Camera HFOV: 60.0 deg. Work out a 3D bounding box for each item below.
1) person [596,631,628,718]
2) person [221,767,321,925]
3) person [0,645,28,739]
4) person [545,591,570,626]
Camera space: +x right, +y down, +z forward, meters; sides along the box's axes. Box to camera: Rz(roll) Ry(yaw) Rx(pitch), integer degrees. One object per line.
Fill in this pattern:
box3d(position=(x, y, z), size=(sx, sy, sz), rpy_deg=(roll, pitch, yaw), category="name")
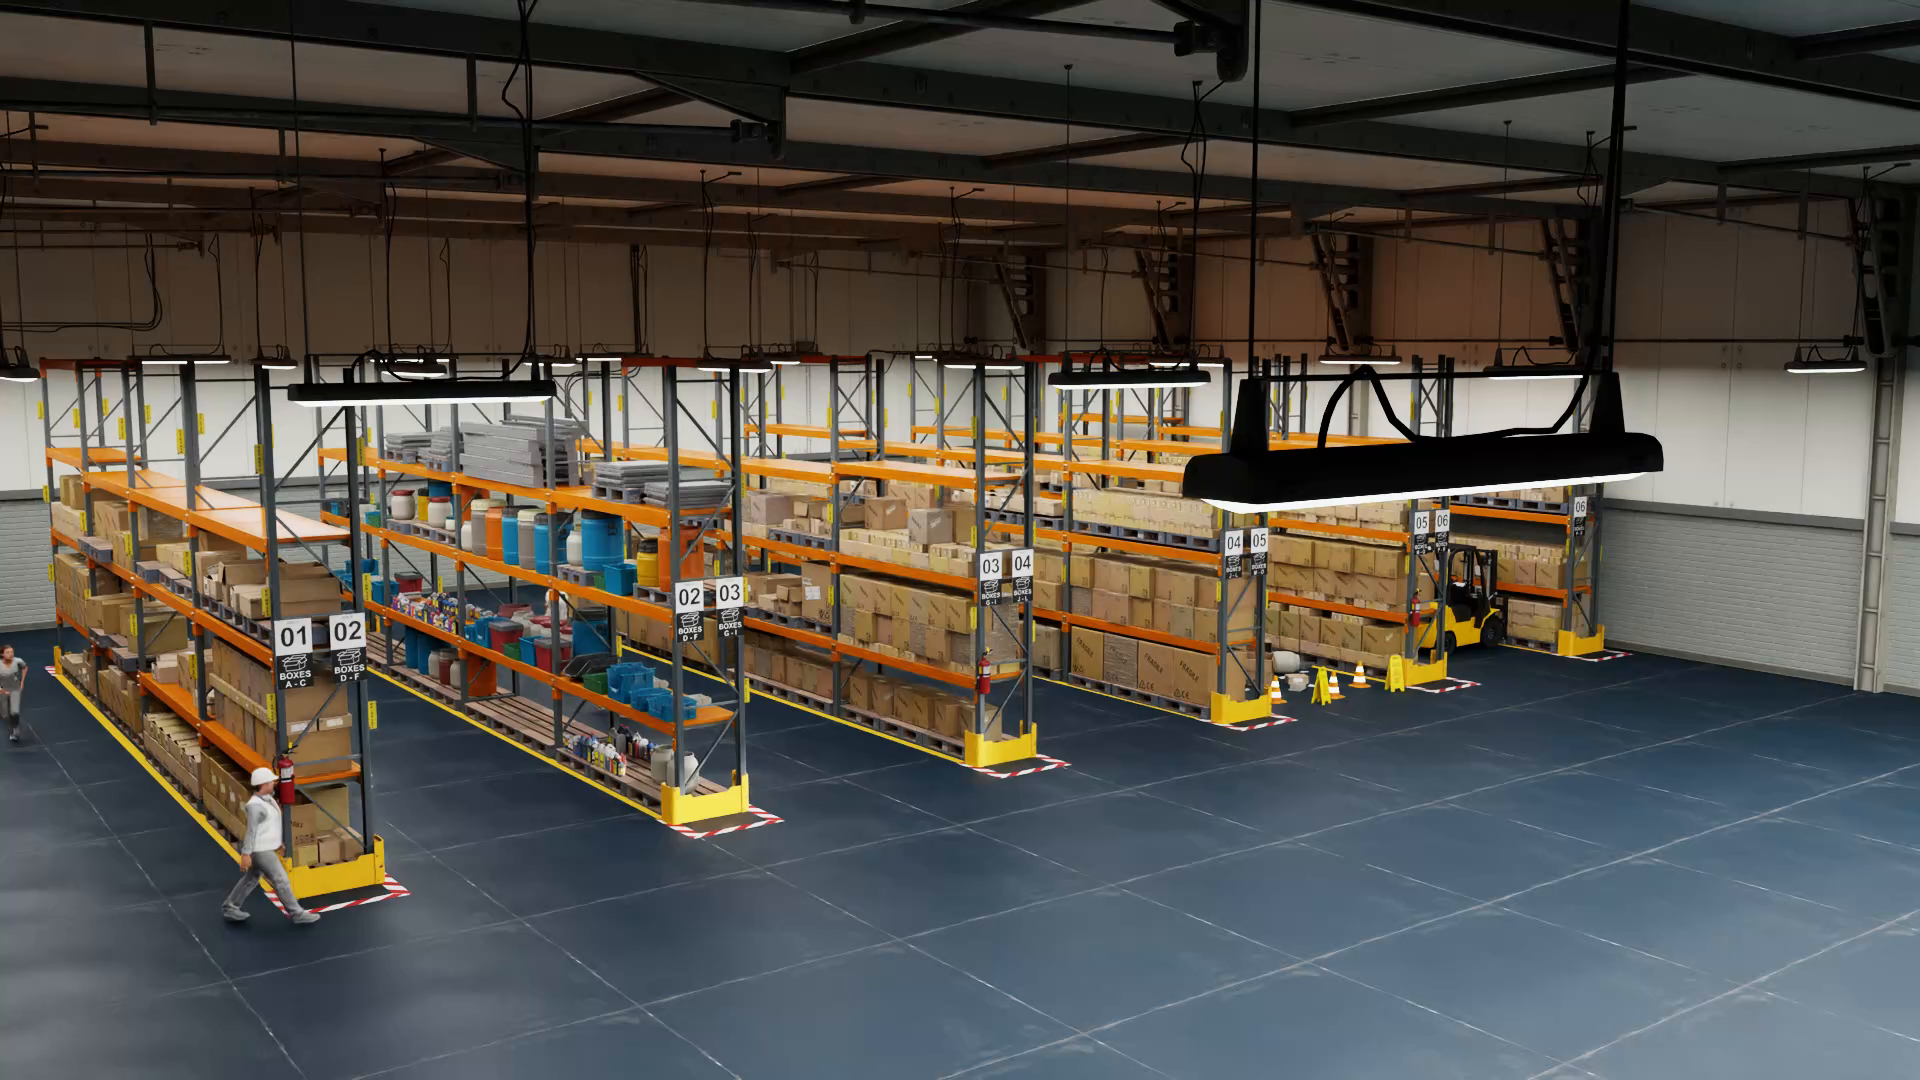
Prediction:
box3d(position=(-5.881, 2.197, 28.011), size=(0.428, 1.535, 0.994), rpy_deg=(-5, 9, -38), category="person")
box3d(position=(-7.513, 3.312, 18.047), size=(1.094, 1.710, 0.616), rpy_deg=(-1, 7, -9), category="person")
box3d(position=(-15.019, 2.405, 26.269), size=(0.528, 1.576, 0.700), rpy_deg=(-3, 8, -25), category="person")
box3d(position=(-8.047, 1.542, 33.119), size=(0.488, 1.617, 0.857), rpy_deg=(-5, 9, -38), category="person")
